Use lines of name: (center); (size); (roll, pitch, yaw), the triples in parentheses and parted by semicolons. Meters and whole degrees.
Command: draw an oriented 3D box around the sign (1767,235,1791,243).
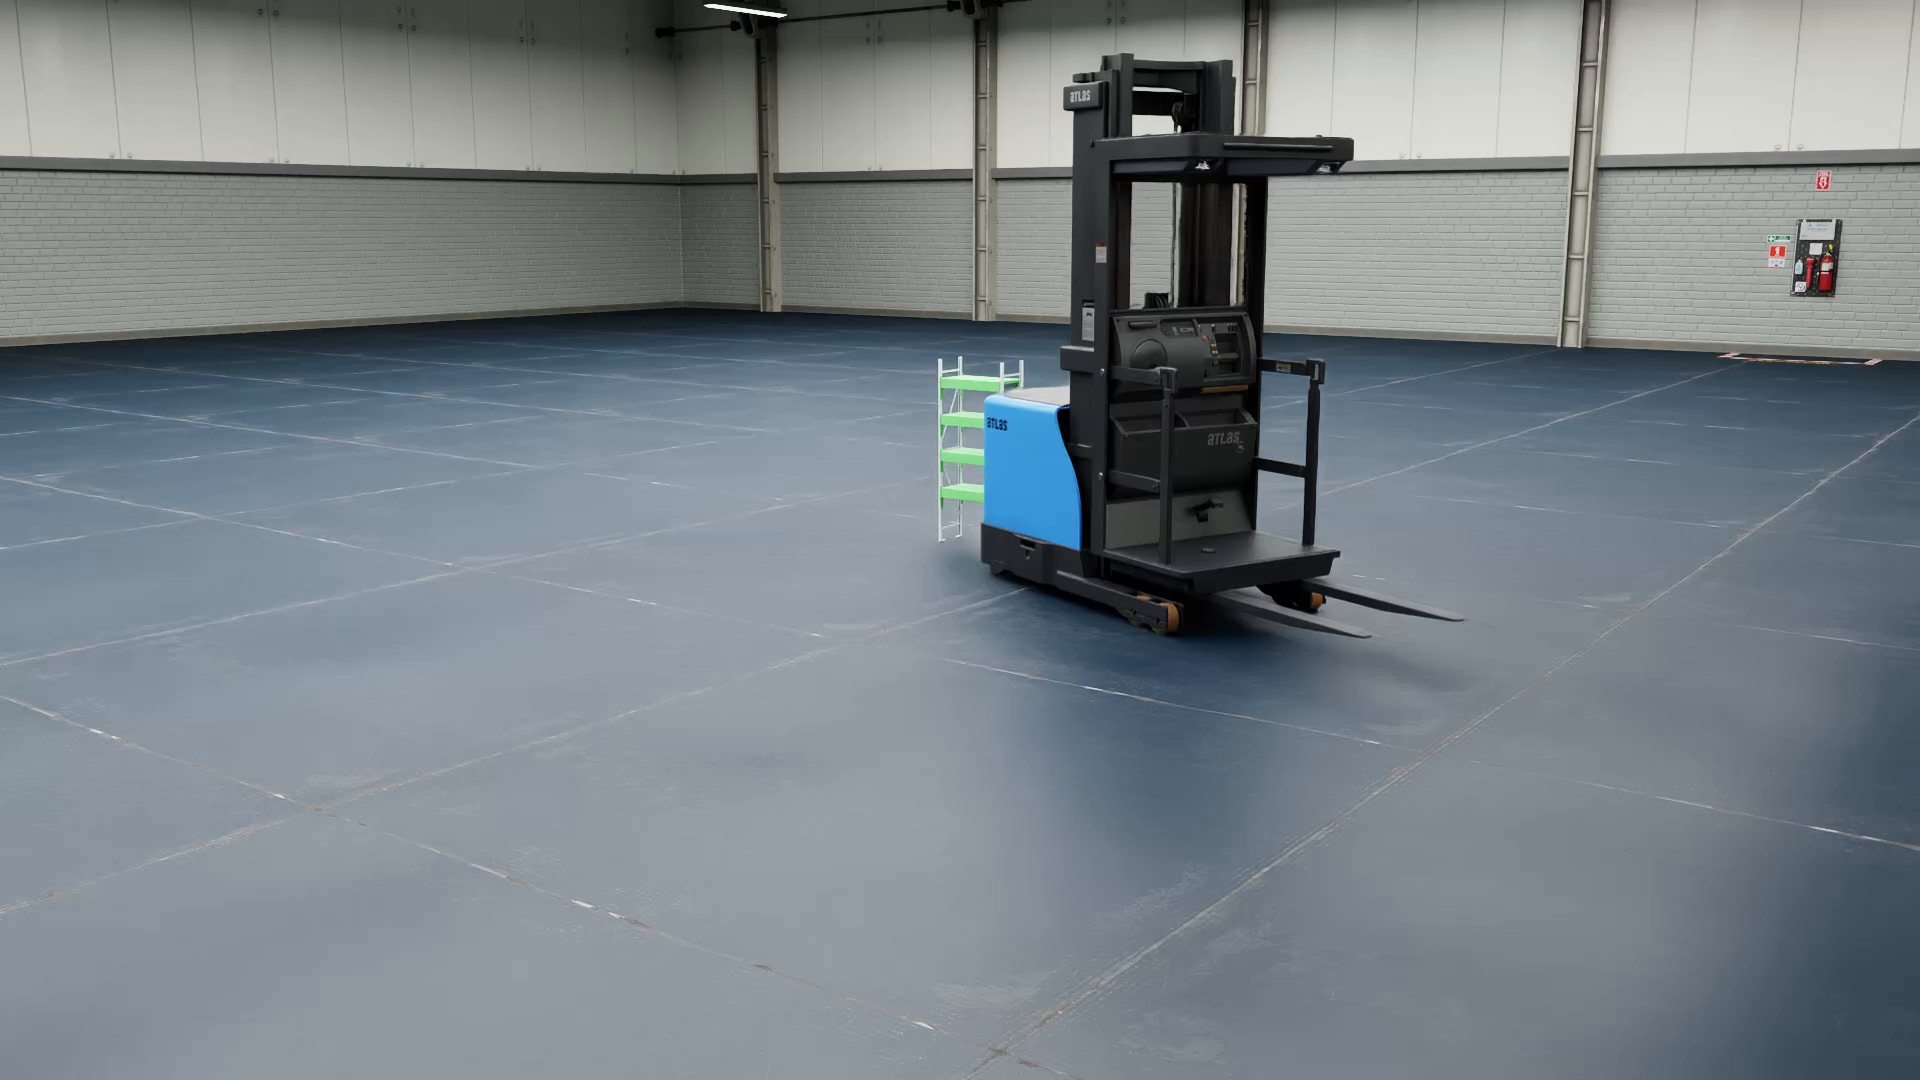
sign: (12.660, -4.655, 25.703); (0.331, 0.109, 0.001); (8, 13, 36)

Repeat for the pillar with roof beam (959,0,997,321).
pillar with roof beam: (-2.041, -8.327, 30.381); (0.548, 9.000, 9.100); (8, 13, 36)

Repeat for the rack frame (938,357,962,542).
rack frame: (-0.063, -0.598, 10.961); (0.015, 1.200, 0.240); (8, 13, 36)

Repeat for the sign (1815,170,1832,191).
sign: (13.098, -5.455, 25.227); (0.199, 0.298, 0.001); (8, 13, 36)

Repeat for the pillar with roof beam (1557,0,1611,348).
pillar with roof beam: (7.631, -6.978, 23.407); (0.400, 9.000, 9.100); (8, 13, 36)

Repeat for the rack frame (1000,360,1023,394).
rack frame: (0.330, -0.543, 10.678); (0.015, 1.200, 0.240); (8, 13, 36)

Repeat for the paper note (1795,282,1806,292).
paper note: (12.944, -3.899, 25.605); (0.142, 0.148, 0.016); (8, 13, 36)

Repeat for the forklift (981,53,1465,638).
forklift: (1.327, -1.056, 8.772); (1.130, 2.935, 3.031); (-7, 13, -31)

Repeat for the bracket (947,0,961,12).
bracket: (-0.038, -10.746, 33.406); (0.430, 0.232, 0.235); (8, 13, 36)

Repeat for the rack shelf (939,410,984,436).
rack shelf: (0.133, -0.743, 10.786); (0.480, 0.148, 0.258); (8, 13, 36)

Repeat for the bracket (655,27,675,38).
bracket: (-6.784, -11.687, 38.270); (0.430, 0.232, 0.235); (8, 13, 36)

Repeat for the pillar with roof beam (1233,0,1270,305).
pillar with roof beam: (2.795, -7.653, 26.894); (0.400, 9.000, 9.100); (8, 13, 36)

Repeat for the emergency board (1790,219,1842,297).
emergency board: (13.046, -4.301, 25.363); (0.643, 1.169, 0.194); (8, 13, 36)

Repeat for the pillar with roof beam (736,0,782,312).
pillar with roof beam: (-6.877, -9.002, 33.868); (0.548, 9.000, 9.100); (8, 13, 36)

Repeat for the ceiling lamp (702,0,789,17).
ceiling lamp: (-4.151, -11.333, 30.549); (0.800, 3.185, 2.000); (8, 13, 36)

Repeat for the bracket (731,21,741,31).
bracket: (-4.874, -11.420, 36.893); (0.430, 0.232, 0.235); (8, 13, 36)

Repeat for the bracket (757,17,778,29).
bracket: (-4.205, -11.327, 36.411); (0.430, 0.232, 0.235); (8, 13, 36)

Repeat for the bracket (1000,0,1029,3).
bracket: (2.708, -10.363, 31.426); (4.783, 0.066, 0.076); (8, 13, 36)

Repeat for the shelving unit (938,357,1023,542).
shelving unit: (0.133, -0.570, 10.820); (0.503, 1.200, 0.258); (8, 13, 36)

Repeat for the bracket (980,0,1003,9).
bracket: (0.632, -10.652, 32.924); (0.430, 0.232, 0.235); (8, 13, 36)

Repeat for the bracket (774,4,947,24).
bracket: (-2.128, -11.037, 34.913); (4.783, 0.066, 0.076); (8, 13, 36)

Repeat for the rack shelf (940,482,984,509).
rack shelf: (0.133, -0.272, 10.877); (0.480, 0.148, 0.258); (8, 13, 36)

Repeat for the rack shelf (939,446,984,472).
rack shelf: (0.133, -0.508, 10.832); (0.480, 0.148, 0.258); (8, 13, 36)

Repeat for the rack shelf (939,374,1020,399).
rack shelf: (0.133, -0.979, 10.740); (0.480, 0.148, 0.258); (8, 13, 36)

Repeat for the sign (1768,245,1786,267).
sign: (12.661, -4.396, 25.763); (0.234, 0.329, 0.001); (8, 13, 36)

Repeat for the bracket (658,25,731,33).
bracket: (-6.308, -11.620, 37.927); (3.189, 0.066, 0.076); (8, 13, 36)
